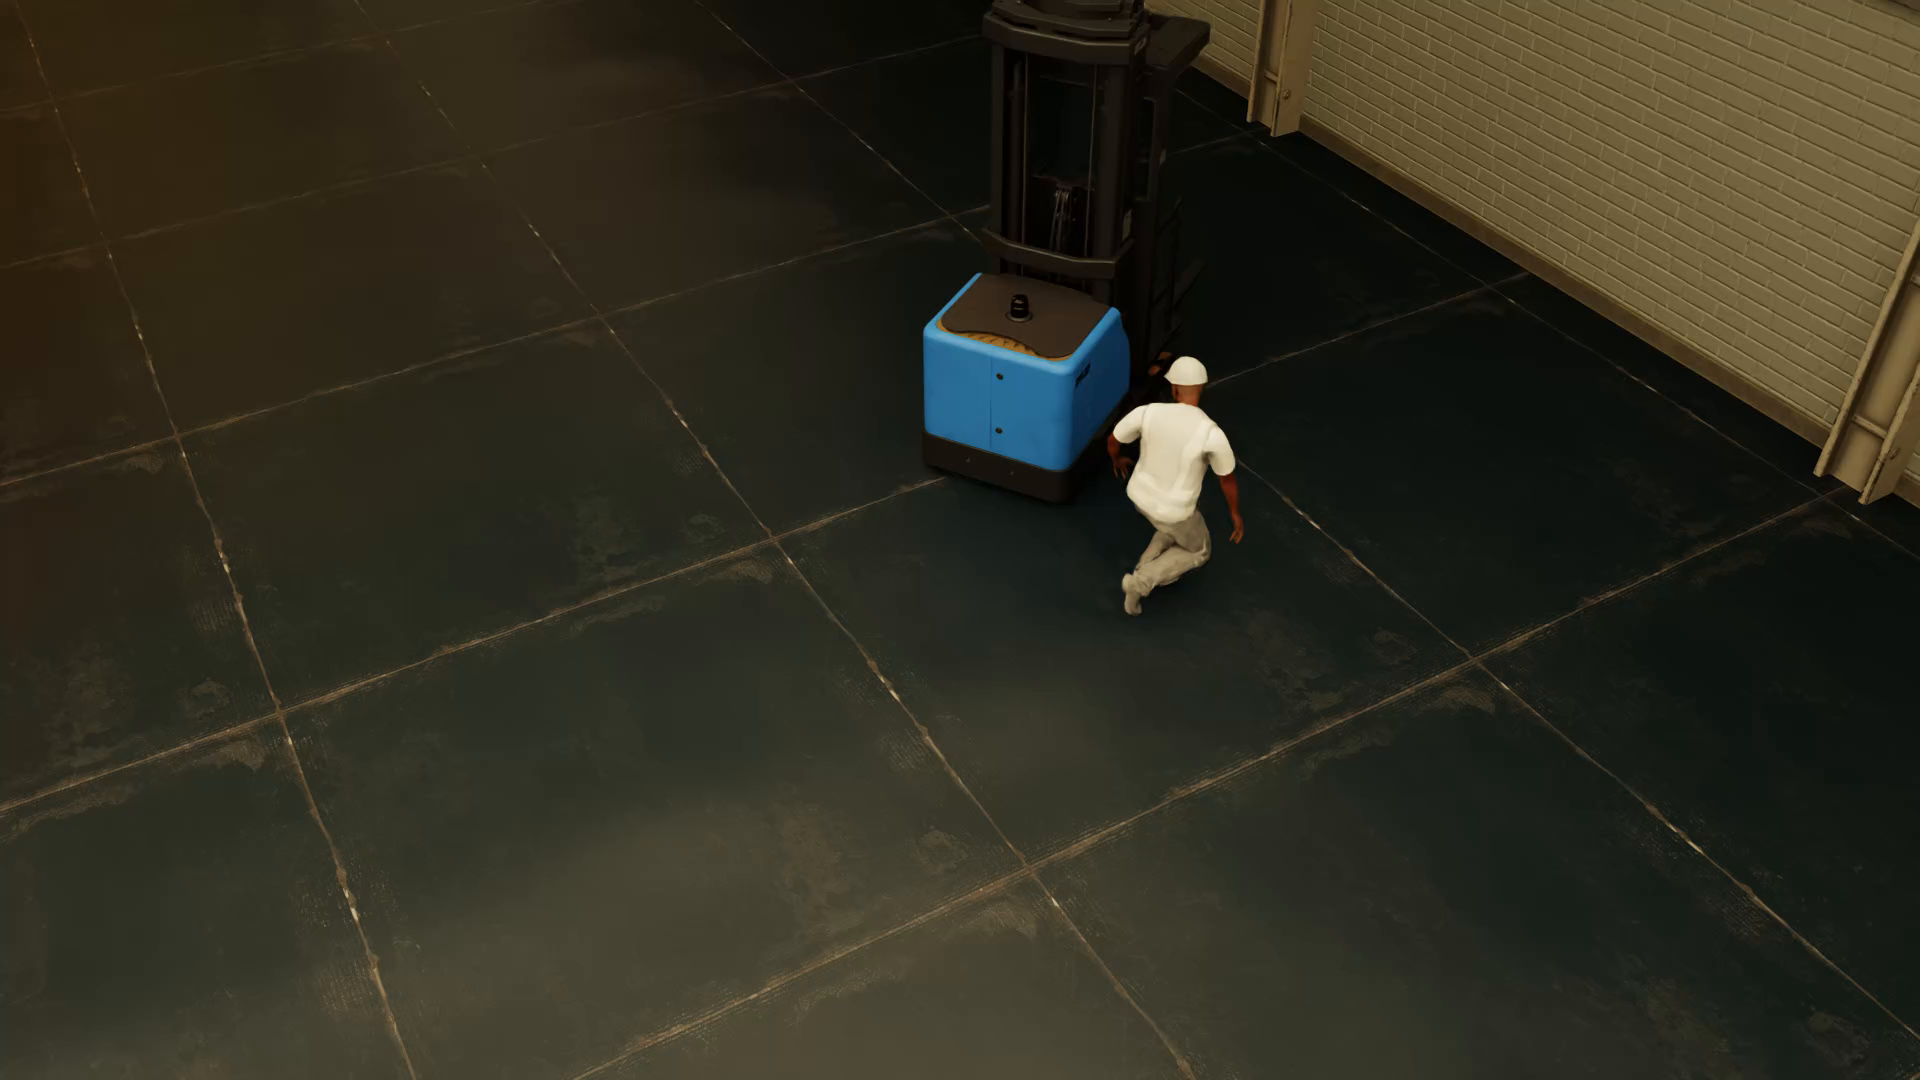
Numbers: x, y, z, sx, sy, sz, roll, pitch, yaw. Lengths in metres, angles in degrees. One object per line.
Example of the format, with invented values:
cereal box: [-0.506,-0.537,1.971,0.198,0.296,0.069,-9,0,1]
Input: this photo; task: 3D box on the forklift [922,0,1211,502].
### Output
forklift: [0.872,-2.301,10.810,1.130,2.935,3.031,18,43,20]

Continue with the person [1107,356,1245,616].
person: [1.172,-0.277,9.466,0.644,1.555,0.872,-26,46,-28]
